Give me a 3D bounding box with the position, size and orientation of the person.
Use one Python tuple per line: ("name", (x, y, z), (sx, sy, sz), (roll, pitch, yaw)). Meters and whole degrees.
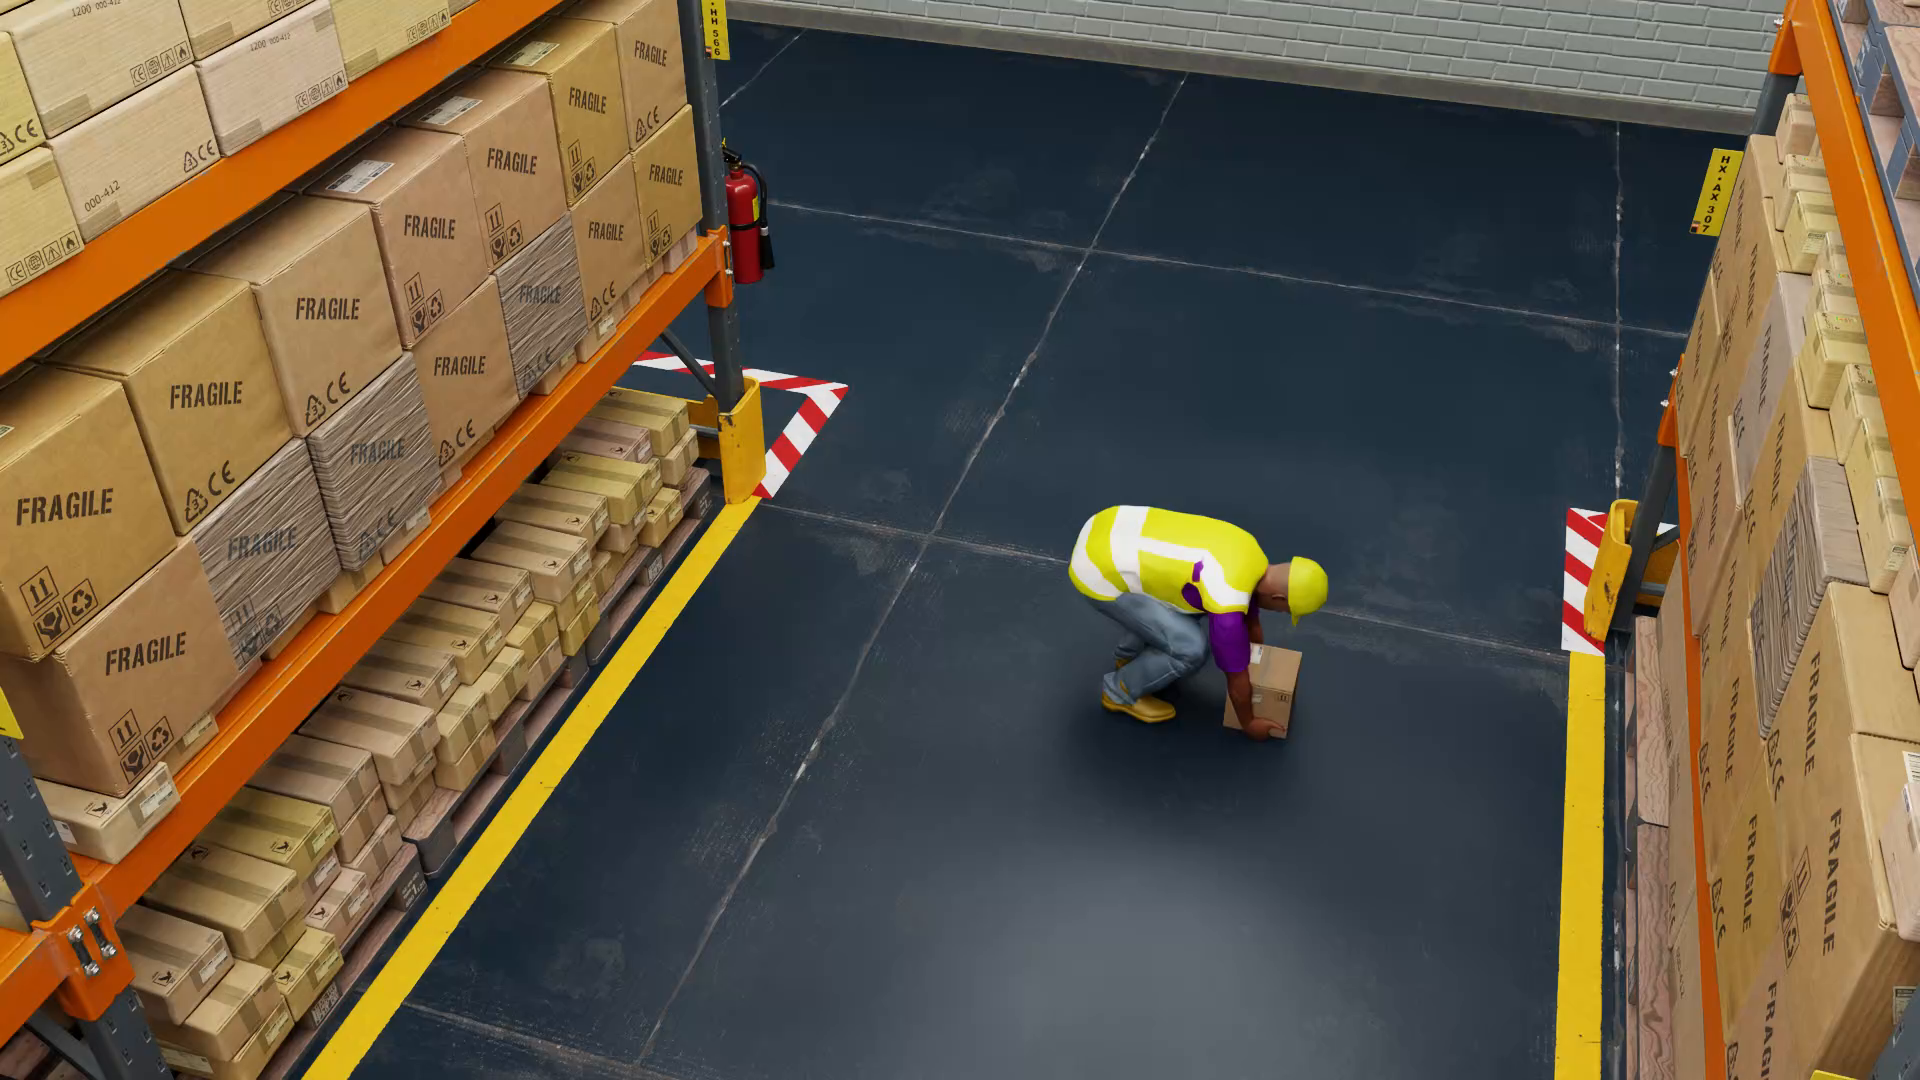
("person", (0.920, 0.298, 6.504), (0.968, 0.874, 0.509), (9, 38, 12))
